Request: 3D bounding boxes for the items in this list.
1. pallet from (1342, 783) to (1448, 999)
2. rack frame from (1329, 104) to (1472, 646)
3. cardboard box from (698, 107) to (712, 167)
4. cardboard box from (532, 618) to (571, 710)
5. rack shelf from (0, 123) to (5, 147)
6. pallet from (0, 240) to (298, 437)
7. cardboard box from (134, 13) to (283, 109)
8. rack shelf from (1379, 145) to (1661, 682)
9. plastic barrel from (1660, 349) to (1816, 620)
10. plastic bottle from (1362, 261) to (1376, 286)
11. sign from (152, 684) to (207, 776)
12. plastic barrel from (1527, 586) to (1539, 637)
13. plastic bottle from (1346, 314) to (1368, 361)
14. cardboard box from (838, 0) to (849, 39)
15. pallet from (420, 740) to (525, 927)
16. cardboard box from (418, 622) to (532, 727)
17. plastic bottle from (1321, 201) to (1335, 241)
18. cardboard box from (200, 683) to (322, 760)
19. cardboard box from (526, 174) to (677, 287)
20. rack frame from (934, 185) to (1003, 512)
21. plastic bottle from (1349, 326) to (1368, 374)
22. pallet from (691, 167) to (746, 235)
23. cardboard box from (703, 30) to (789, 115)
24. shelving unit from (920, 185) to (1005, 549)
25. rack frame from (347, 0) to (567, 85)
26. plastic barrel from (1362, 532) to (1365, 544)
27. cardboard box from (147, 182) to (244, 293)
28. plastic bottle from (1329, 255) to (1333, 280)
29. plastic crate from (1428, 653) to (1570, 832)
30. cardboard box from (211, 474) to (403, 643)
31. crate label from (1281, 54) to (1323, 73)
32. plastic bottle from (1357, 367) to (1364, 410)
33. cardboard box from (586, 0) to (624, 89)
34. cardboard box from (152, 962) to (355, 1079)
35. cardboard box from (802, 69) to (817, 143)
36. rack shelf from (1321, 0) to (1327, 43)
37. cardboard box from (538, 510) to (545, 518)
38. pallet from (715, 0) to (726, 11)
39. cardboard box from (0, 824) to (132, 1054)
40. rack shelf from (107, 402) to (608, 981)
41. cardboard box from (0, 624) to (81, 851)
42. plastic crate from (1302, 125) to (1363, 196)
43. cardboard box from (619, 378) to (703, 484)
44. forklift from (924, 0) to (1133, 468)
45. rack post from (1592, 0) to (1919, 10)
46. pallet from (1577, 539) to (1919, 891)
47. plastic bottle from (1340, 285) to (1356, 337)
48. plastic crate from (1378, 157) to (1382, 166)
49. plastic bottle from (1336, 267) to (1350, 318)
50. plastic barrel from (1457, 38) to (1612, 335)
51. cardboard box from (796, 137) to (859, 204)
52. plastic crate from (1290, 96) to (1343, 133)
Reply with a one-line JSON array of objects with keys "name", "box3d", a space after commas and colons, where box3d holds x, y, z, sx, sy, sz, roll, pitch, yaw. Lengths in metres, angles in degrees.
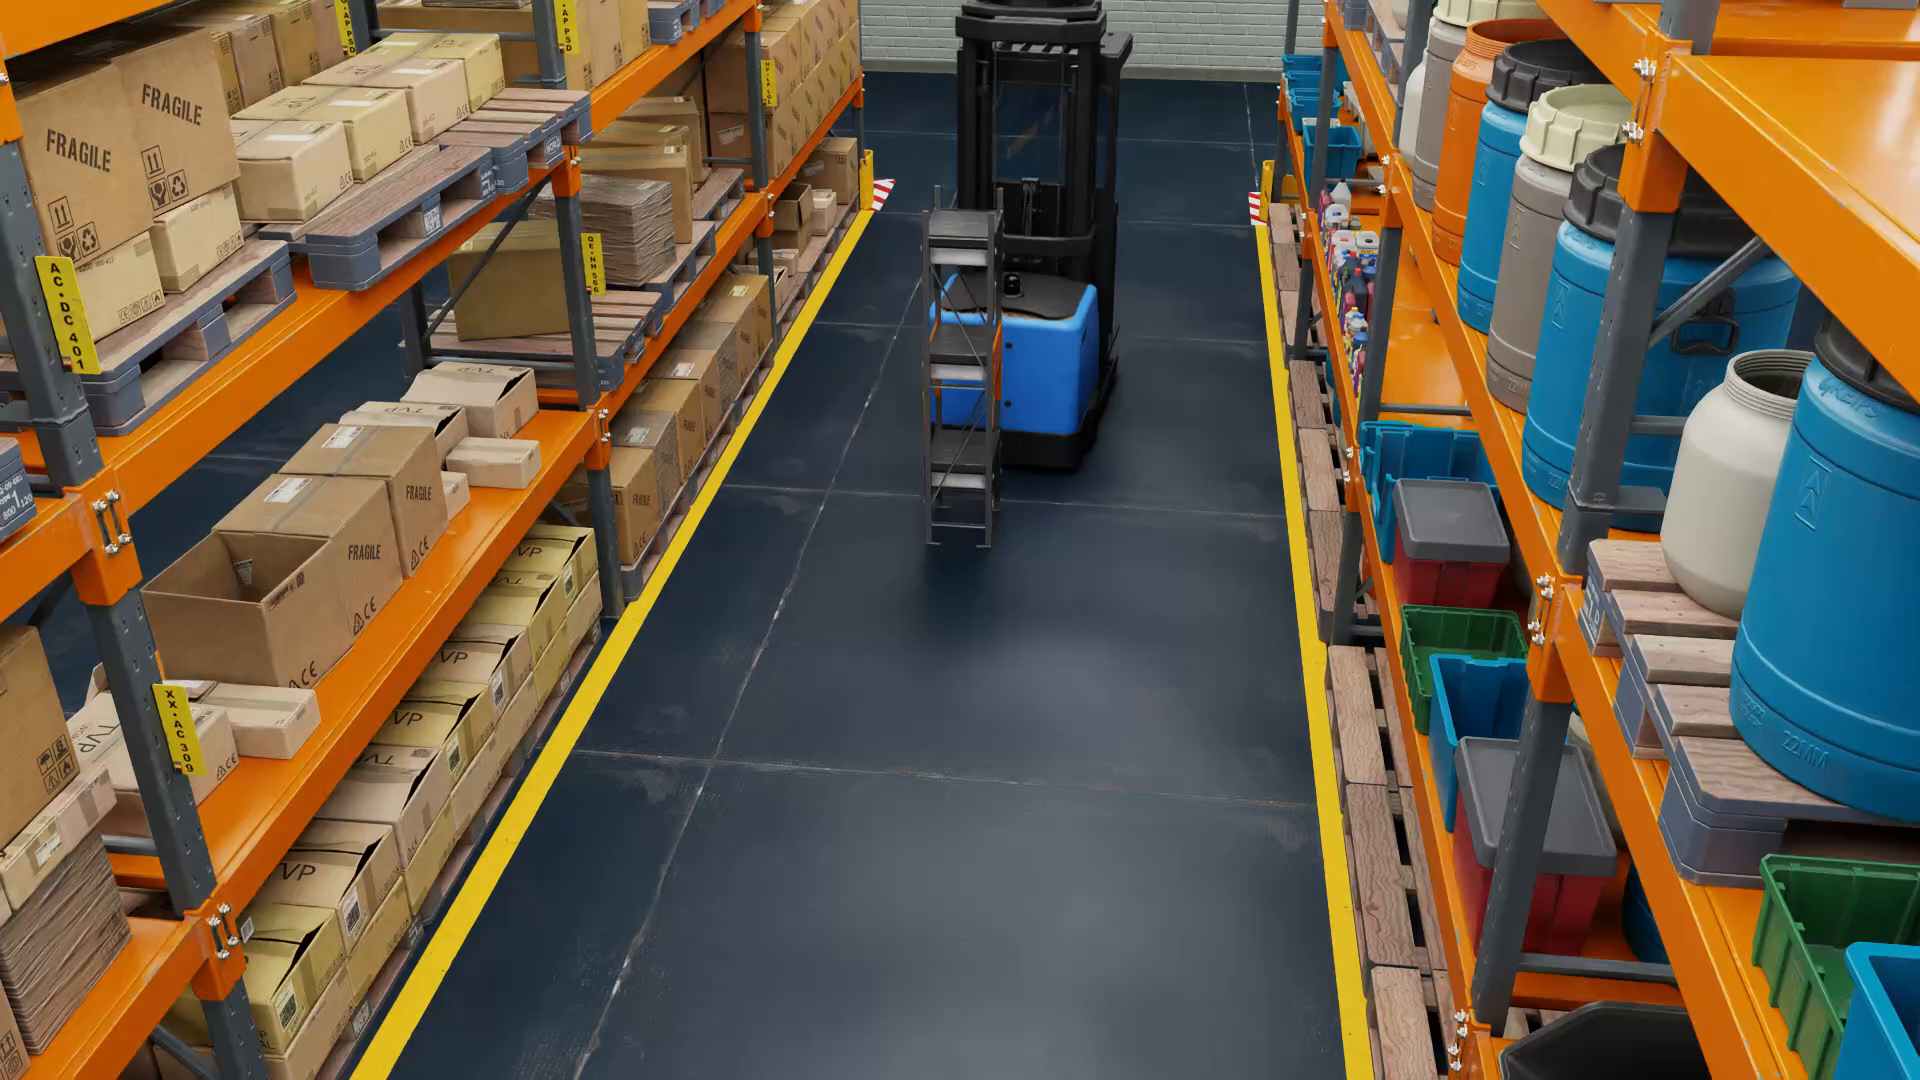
[{"name": "pallet", "box3d": [2.213, 1.529, 7.189, 1.003, 0.211, 1.213, 3, 28, 6]}, {"name": "rack frame", "box3d": [2.499, -0.633, 8.263, 1.000, 3.000, 0.127, 3, 28, 6]}, {"name": "cardboard box", "box3d": [-2.120, -3.100, 12.736, 0.500, 0.500, 0.500, 4, 29, 7]}, {"name": "cardboard box", "box3d": [-2.299, 0.607, 8.416, 0.500, 0.250, 0.500, 3, 28, 6]}, {"name": "rack shelf", "box3d": [-3.152, -0.247, 2.401, 1.077, 0.370, 4.000, 3, 28, 6]}, {"name": "pallet", "box3d": [-2.812, -0.692, 5.411, 0.805, 0.209, 1.217, 2, 28, 4]}, {"name": "cardboard box", "box3d": [-6.587, -4.165, 14.502, 0.980, 0.700, 0.700, 2, 28, 4]}, {"name": "rack shelf", "box3d": [2.254, -0.696, 5.975, 1.077, 0.370, 4.000, 3, 28, 6]}, {"name": "plastic barrel", "box3d": [1.761, -0.114, 3.575, 0.421, 0.512, 0.421, 0, 28, 0]}, {"name": "plastic bottle", "box3d": [2.490, -1.566, 10.129, 0.097, 0.271, 0.097, 0, 28, 0]}, {"name": "sign", "box3d": [-2.356, 0.576, 5.023, 0.100, 0.325, 0.005, 3, 28, 6]}, {"name": "plastic barrel", "box3d": [2.486, 0.203, 6.567, 0.433, 0.535, 0.433, 0, 28, 0]}, {"name": "plastic bottle", "box3d": [2.233, -1.137, 9.334, 0.097, 0.271, 0.097, 0, 28, 0]}, {"name": "cardboard box", "box3d": [-1.279, -4.709, 14.669, 0.500, 0.500, 0.500, 4, 29, 8]}, {"name": "pallet", "box3d": [-2.708, 1.263, 7.684, 1.003, 0.211, 1.213, 3, 28, 6]}, {"name": "cardboard box", "box3d": [-2.358, 0.599, 7.840, 0.500, 0.311, 0.500, 3, 28, 6]}, {"name": "plastic bottle", "box3d": [2.496, -2.148, 11.210, 0.097, 0.271, 0.097, 0, 28, 0]}, {"name": "cardboard box", "box3d": [-2.595, 0.665, 6.117, 0.380, 0.149, 0.250, 3, 28, 6]}, {"name": "cardboard box", "box3d": [-2.150, -1.874, 10.018, 0.700, 0.500, 0.500, 9, 30, 16]}, {"name": "rack frame", "box3d": [0.050, -1.117, 10.110, 0.400, 2.100, 0.015, 3, 28, 6]}, {"name": "plastic bottle", "box3d": [2.209, -1.045, 9.163, 0.097, 0.271, 0.097, 0, 28, 0]}, {"name": "pallet", "box3d": [-2.133, -2.351, 11.654, 1.003, 0.211, 1.213, 3, 28, 6]}, {"name": "cardboard box", "box3d": [-1.590, -3.495, 12.416, 0.500, 0.500, 0.500, 4, 29, 8]}, {"name": "shelving unit", "box3d": [0.020, -1.002, 9.897, 0.431, 2.100, 0.503, 3, 28, 6]}, {"name": "rack frame", "box3d": [-2.417, -3.564, 7.378, 1.000, 3.000, 0.127, 3, 28, 6]}, {"name": "plastic barrel", "box3d": [2.522, -0.225, 9.686, 0.421, 0.512, 0.421, 0, 28, 0]}, {"name": "cardboard box", "box3d": [-2.757, -1.028, 5.548, 0.500, 0.250, 0.500, 1, 28, 1]}, {"name": "plastic bottle", "box3d": [2.399, -1.744, 10.534, 0.097, 0.201, 0.097, 0, 28, 0]}, {"name": "plastic crate", "box3d": [1.835, 0.719, 5.769, 0.392, 0.384, 0.575, 3, 28, 6]}, {"name": "cardboard box", "box3d": [-2.671, 0.072, 6.849, 0.500, 0.500, 0.500, 3, 28, 6]}, {"name": "crate label", "box3d": [3.122, -4.255, 15.098, 0.416, 0.233, 0.303, 3, 28, 6]}, {"name": "plastic bottle", "box3d": [2.125, -0.797, 8.690, 0.061, 0.283, 0.133, 3, 28, 6]}, {"name": "cardboard box", "box3d": [-2.334, -2.735, 8.896, 0.910, 0.500, 0.500, 3, 28, 6]}, {"name": "cardboard box", "box3d": [-2.612, 1.810, 6.184, 0.500, 0.250, 0.500, 3, 28, 5]}, {"name": "cardboard box", "box3d": [-1.471, -3.550, 13.572, 0.500, 0.500, 0.500, 3, 28, 6]}, {"name": "rack shelf", "box3d": [3.234, -4.461, 12.964, 1.077, 0.370, 4.000, 3, 28, 6]}, {"name": "cardboard box", "box3d": [-2.535, -0.470, 10.131, 0.500, 0.500, 0.500, 4, 29, 8]}, {"name": "pallet", "box3d": [-2.076, -3.741, 11.066, 1.213, 0.211, 1.003, 3, 28, 6]}, {"name": "cardboard box", "box3d": [-2.955, 1.125, 4.893, 0.700, 0.500, 0.500, 3, 28, 5]}, {"name": "rack shelf", "box3d": [-2.662, 0.335, 7.224, 1.077, 0.370, 4.000, 3, 28, 6]}, {"name": "cardboard box", "box3d": [-2.955, 0.554, 4.586, 0.700, 0.500, 0.500, 3, 29, 6]}, {"name": "plastic crate", "box3d": [2.708, -2.775, 12.192, 0.392, 0.384, 0.575, 3, 28, 6]}, {"name": "cardboard box", "box3d": [-1.952, -0.696, 10.552, 0.500, 0.500, 0.500, 3, 28, 6]}, {"name": "forklift", "box3d": [0.574, -2.445, 11.698, 1.130, 2.935, 3.031, 6, 29, 11]}, {"name": "rack post", "box3d": [2.165, -2.411, 5.027, 1.013, 1.000, 3.121, 3, 28, 6]}, {"name": "pallet", "box3d": [2.017, 0.357, 3.460, 1.213, 0.211, 1.003, 3, 28, 6]}, {"name": "plastic bottle", "box3d": [2.265, -1.335, 9.689, 0.061, 0.283, 0.133, 3, 28, 6]}, {"name": "plastic crate", "box3d": [3.347, -2.976, 12.481, 0.402, 0.464, 0.583, 3, 28, 6]}, {"name": "plastic bottle", "box3d": [2.304, -1.485, 9.967, 0.061, 0.283, 0.133, 3, 28, 6]}, {"name": "plastic barrel", "box3d": [2.016, -1.159, 5.548, 0.600, 0.901, 0.708, 3, 28, 6]}, {"name": "cardboard box", "box3d": [-1.259, -3.512, 15.777, 0.500, 0.500, 0.500, 3, 28, 6]}, {"name": "plastic crate", "box3d": [2.924, -3.494, 13.685, 0.416, 0.233, 0.300, 3, 28, 6]}]
